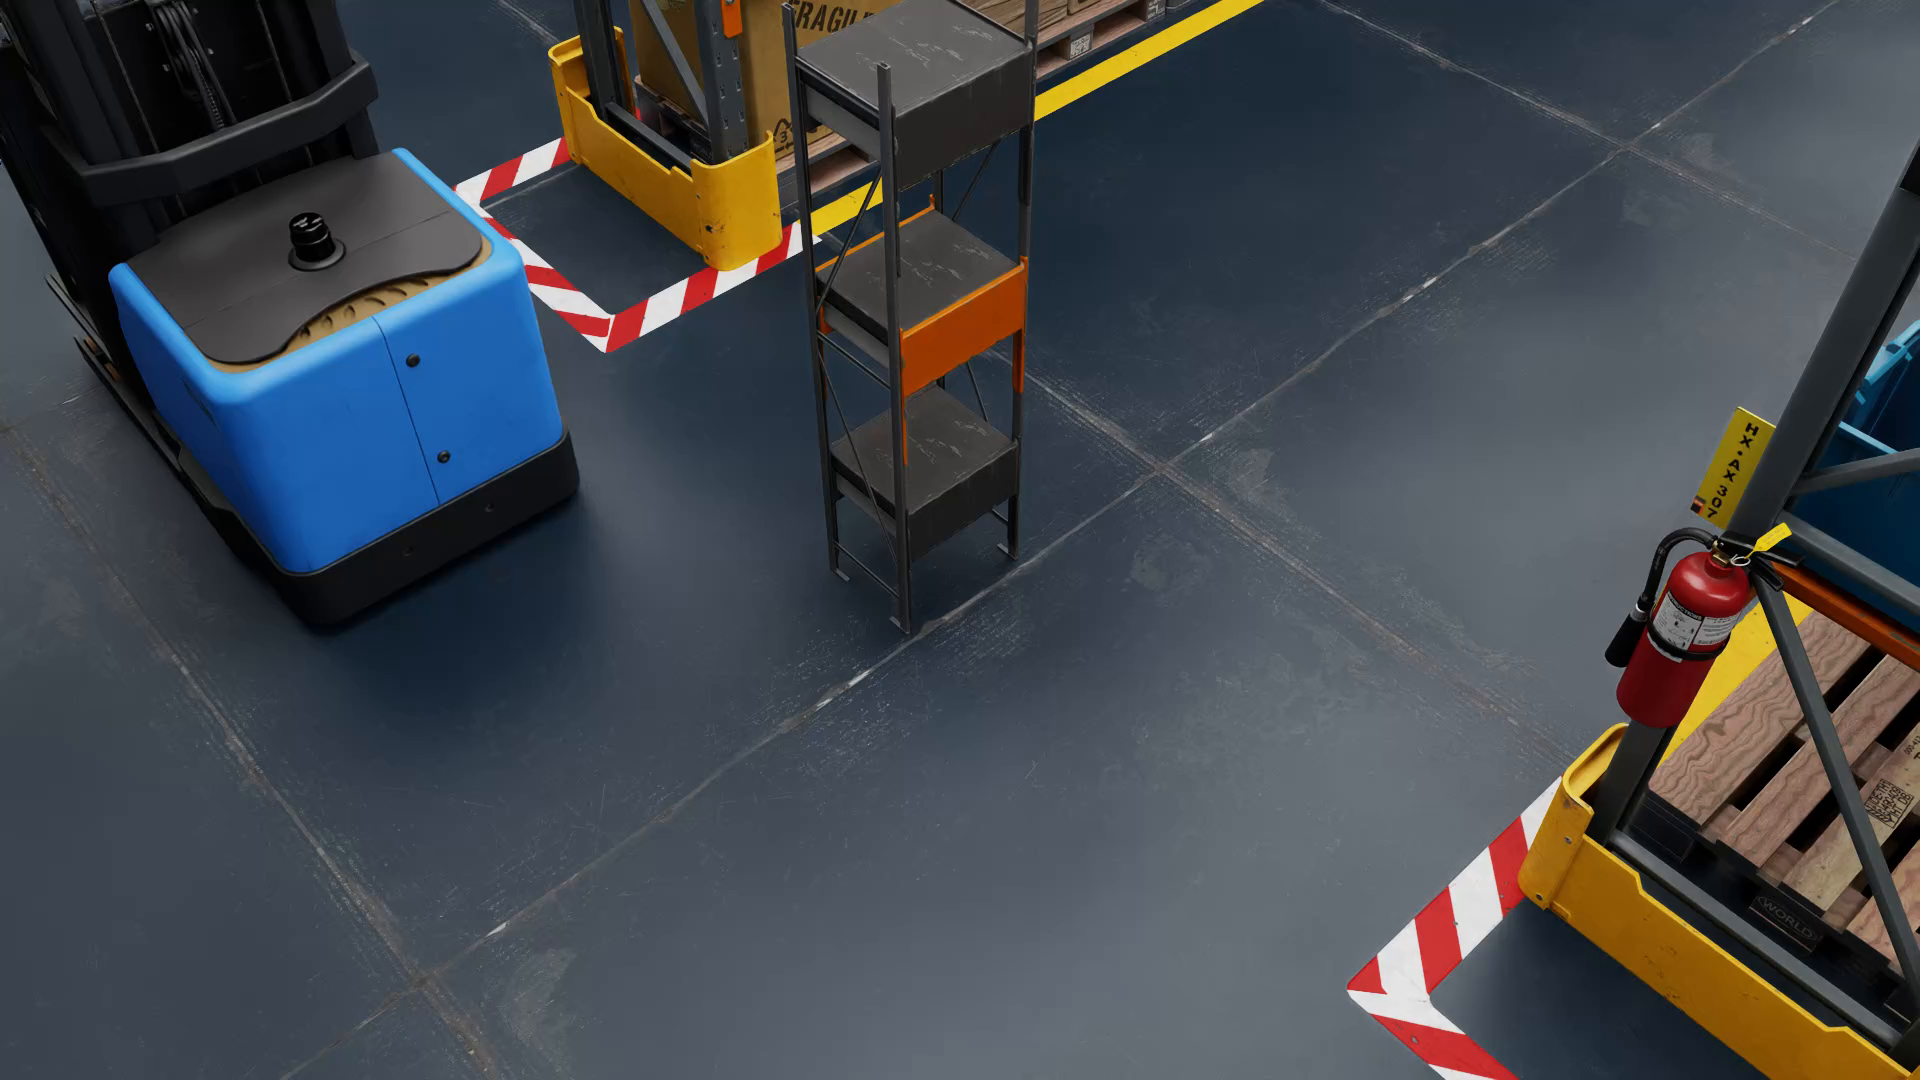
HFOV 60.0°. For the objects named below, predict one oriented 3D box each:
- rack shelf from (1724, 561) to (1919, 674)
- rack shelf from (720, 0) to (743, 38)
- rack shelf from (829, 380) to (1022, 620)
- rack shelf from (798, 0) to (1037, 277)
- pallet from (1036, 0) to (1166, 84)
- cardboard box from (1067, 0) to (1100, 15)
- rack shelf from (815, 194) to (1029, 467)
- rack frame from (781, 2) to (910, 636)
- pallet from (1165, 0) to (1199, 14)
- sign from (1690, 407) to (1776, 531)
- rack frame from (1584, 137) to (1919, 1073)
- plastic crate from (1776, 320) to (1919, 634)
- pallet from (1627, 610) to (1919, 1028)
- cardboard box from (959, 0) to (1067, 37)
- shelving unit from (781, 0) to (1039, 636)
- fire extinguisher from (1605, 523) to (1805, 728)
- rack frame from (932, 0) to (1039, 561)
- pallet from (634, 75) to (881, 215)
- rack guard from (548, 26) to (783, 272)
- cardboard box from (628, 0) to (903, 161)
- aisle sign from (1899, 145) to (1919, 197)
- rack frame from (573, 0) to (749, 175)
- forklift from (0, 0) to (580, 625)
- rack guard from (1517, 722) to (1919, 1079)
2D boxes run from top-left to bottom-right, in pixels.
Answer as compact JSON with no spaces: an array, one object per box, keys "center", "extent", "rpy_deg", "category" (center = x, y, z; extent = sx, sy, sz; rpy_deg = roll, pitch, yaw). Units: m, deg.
[{"center":[3.602,-0.554,4.709],"extent":[4.000,0.370,1.077],"rpy_deg":[-34,56,-27],"category":"rack shelf"},{"center":[0.270,-3.247,7.195],"extent":[4.000,0.370,1.077],"rpy_deg":[-34,56,-27],"category":"rack shelf"},{"center":[-0.122,-0.146,5.427],"extent":[0.480,0.518,0.431],"rpy_deg":[-34,56,-27],"category":"rack shelf"},{"center":[-0.123,-1.096,4.398],"extent":[0.480,0.518,0.431],"rpy_deg":[-34,56,-27],"category":"rack shelf"},{"center":[0.231,-2.595,8.000],"extent":[1.213,0.211,1.003],"rpy_deg":[-34,56,-27],"category":"pallet"},{"center":[0.541,-3.174,7.798],"extent":[0.875,0.875,0.875],"rpy_deg":[-34,56,-27],"category":"cardboard box"},{"center":[-0.122,-0.621,4.913],"extent":[0.480,0.518,0.431],"rpy_deg":[-34,56,-27],"category":"rack shelf"},{"center":[-0.303,-0.510,4.791],"extent":[0.015,2.100,0.400],"rpy_deg":[-34,56,-27],"category":"rack frame"},{"center":[1.134,-3.201,8.560],"extent":[1.213,0.211,1.003],"rpy_deg":[-34,56,-27],"category":"pallet"},{"center":[1.740,-0.155,3.741],"extent":[0.005,0.325,0.100],"rpy_deg":[-34,56,-27],"category":"sign"},{"center":[2.122,0.191,3.533],"extent":[0.127,3.000,1.000],"rpy_deg":[-34,56,-27],"category":"rack frame"},{"center":[2.244,-0.108,3.744],"extent":[0.499,0.435,0.616],"rpy_deg":[-34,56,-27],"category":"plastic crate"},{"center":[2.758,0.750,4.914],"extent":[1.213,0.211,1.003],"rpy_deg":[-34,56,-27],"category":"pallet"},{"center":[-0.117,-2.734,7.392],"extent":[0.875,0.875,0.875],"rpy_deg":[-34,56,-27],"category":"cardboard box"},{"center":[-0.122,-0.630,4.903],"extent":[0.503,2.100,0.431],"rpy_deg":[-34,56,-27],"category":"shelving unit"},{"center":[1.705,0.171,3.857],"extent":[0.183,0.674,0.296],"rpy_deg":[-34,56,-27],"category":"fire extinguisher"},{"center":[0.058,-0.751,5.014],"extent":[0.015,2.100,0.400],"rpy_deg":[-34,56,-27],"category":"rack frame"},{"center":[-0.671,-1.994,7.447],"extent":[1.213,0.211,1.003],"rpy_deg":[-34,56,-27],"category":"pallet"},{"center":[-1.228,-1.643,6.925],"extent":[0.348,0.500,1.175],"rpy_deg":[-34,56,-27],"category":"rack guard"},{"center":[-0.790,-2.284,6.976],"extent":[0.875,0.875,0.875],"rpy_deg":[-34,56,-27],"category":"cardboard box"},{"center":[1.872,-0.814,2.691],"extent":[0.004,0.787,0.394],"rpy_deg":[-34,56,-27],"category":"aisle sign"},{"center":[-1.210,-2.502,6.018],"extent":[0.127,3.000,1.000],"rpy_deg":[-34,56,-27],"category":"rack frame"},{"center":[-2.681,-1.730,5.352],"extent":[1.130,2.935,3.031],"rpy_deg":[-33,55,-26],"category":"forklift"},{"center":[2.113,1.058,4.434],"extent":[0.348,0.500,1.175],"rpy_deg":[-34,56,-27],"category":"rack guard"}]
